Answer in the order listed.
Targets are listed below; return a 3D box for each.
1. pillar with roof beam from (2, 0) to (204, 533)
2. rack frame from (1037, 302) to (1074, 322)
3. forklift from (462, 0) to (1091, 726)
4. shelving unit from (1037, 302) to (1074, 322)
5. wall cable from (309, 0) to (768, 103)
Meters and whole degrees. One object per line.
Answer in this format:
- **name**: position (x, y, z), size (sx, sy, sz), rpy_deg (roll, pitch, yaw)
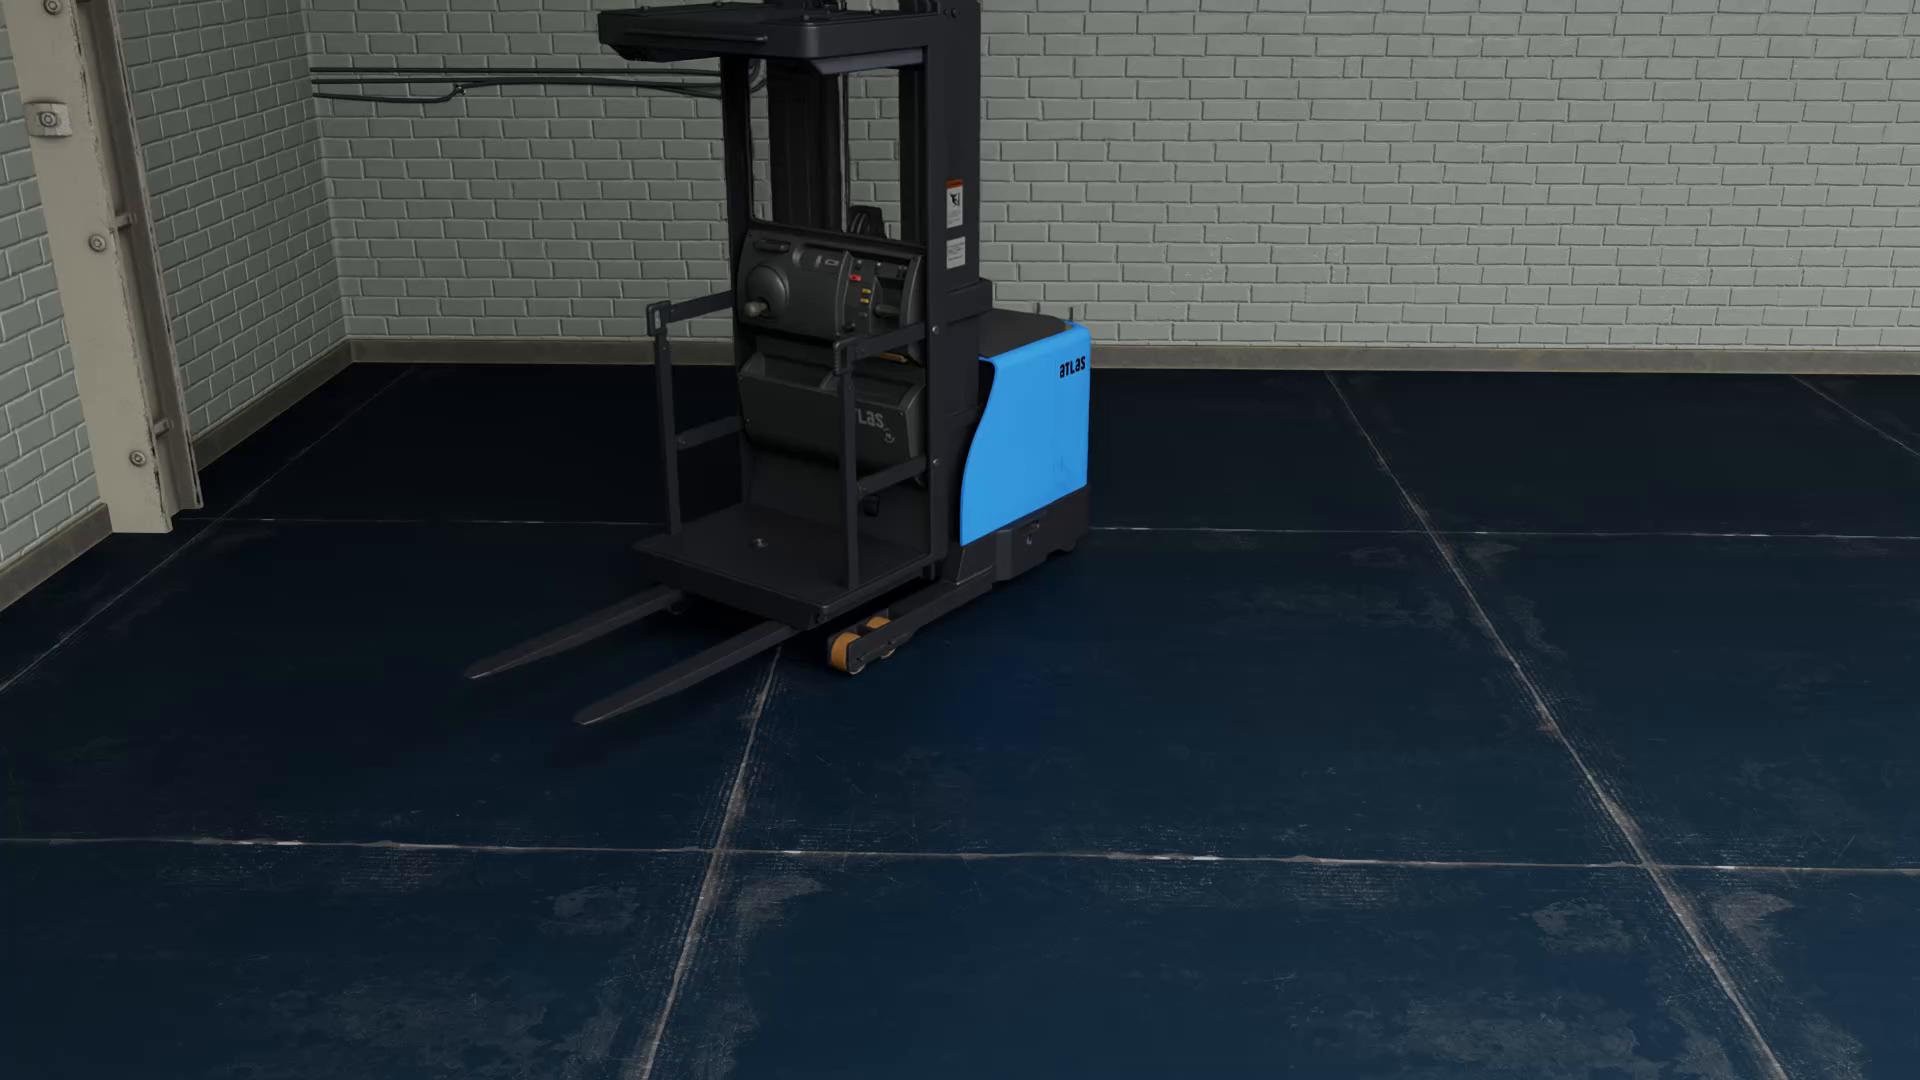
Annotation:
- **pillar with roof beam**: position (0.287, -4.256, 6.558), size (9.100, 9.000, 0.400), rpy_deg (1, 21, 2)
- **rack frame**: position (0.461, -0.650, 8.253), size (0.200, 1.050, 0.008), rpy_deg (13, 25, 30)
- **forklift**: position (-0.669, -1.029, 6.630), size (1.130, 2.935, 3.031), rpy_deg (15, 26, 34)
- **shelving unit**: position (0.396, -0.613, 8.156), size (0.215, 1.050, 0.252), rpy_deg (13, 25, 30)
- **wall cable**: position (-2.605, -3.906, 9.949), size (3.097, 2.526, 0.112), rpy_deg (1, 21, 2)
